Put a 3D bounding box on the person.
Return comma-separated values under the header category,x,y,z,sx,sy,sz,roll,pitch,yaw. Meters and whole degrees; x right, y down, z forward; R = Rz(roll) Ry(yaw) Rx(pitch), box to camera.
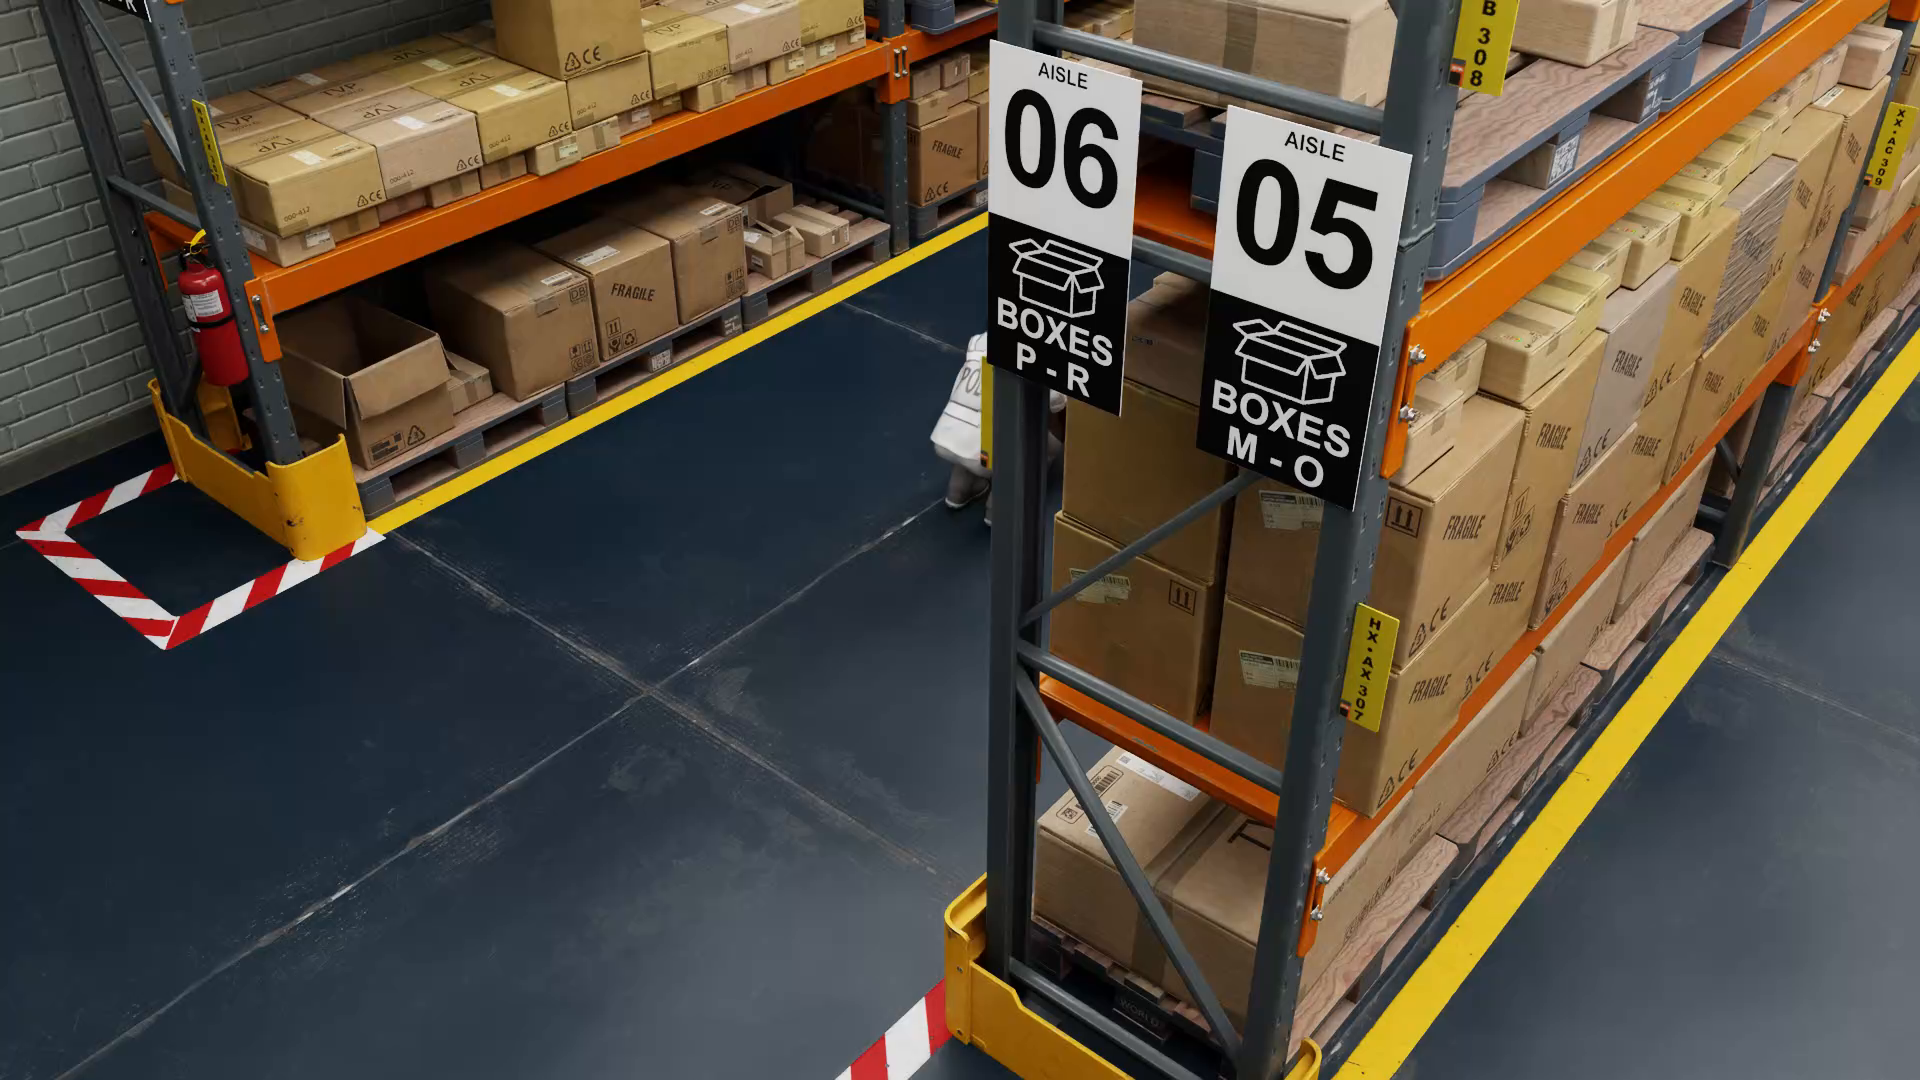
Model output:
category,x,y,z,sx,sy,sz,roll,pitch,yaw
person,0.221,-0.618,7.653,0.491,0.947,0.713,26,43,32
